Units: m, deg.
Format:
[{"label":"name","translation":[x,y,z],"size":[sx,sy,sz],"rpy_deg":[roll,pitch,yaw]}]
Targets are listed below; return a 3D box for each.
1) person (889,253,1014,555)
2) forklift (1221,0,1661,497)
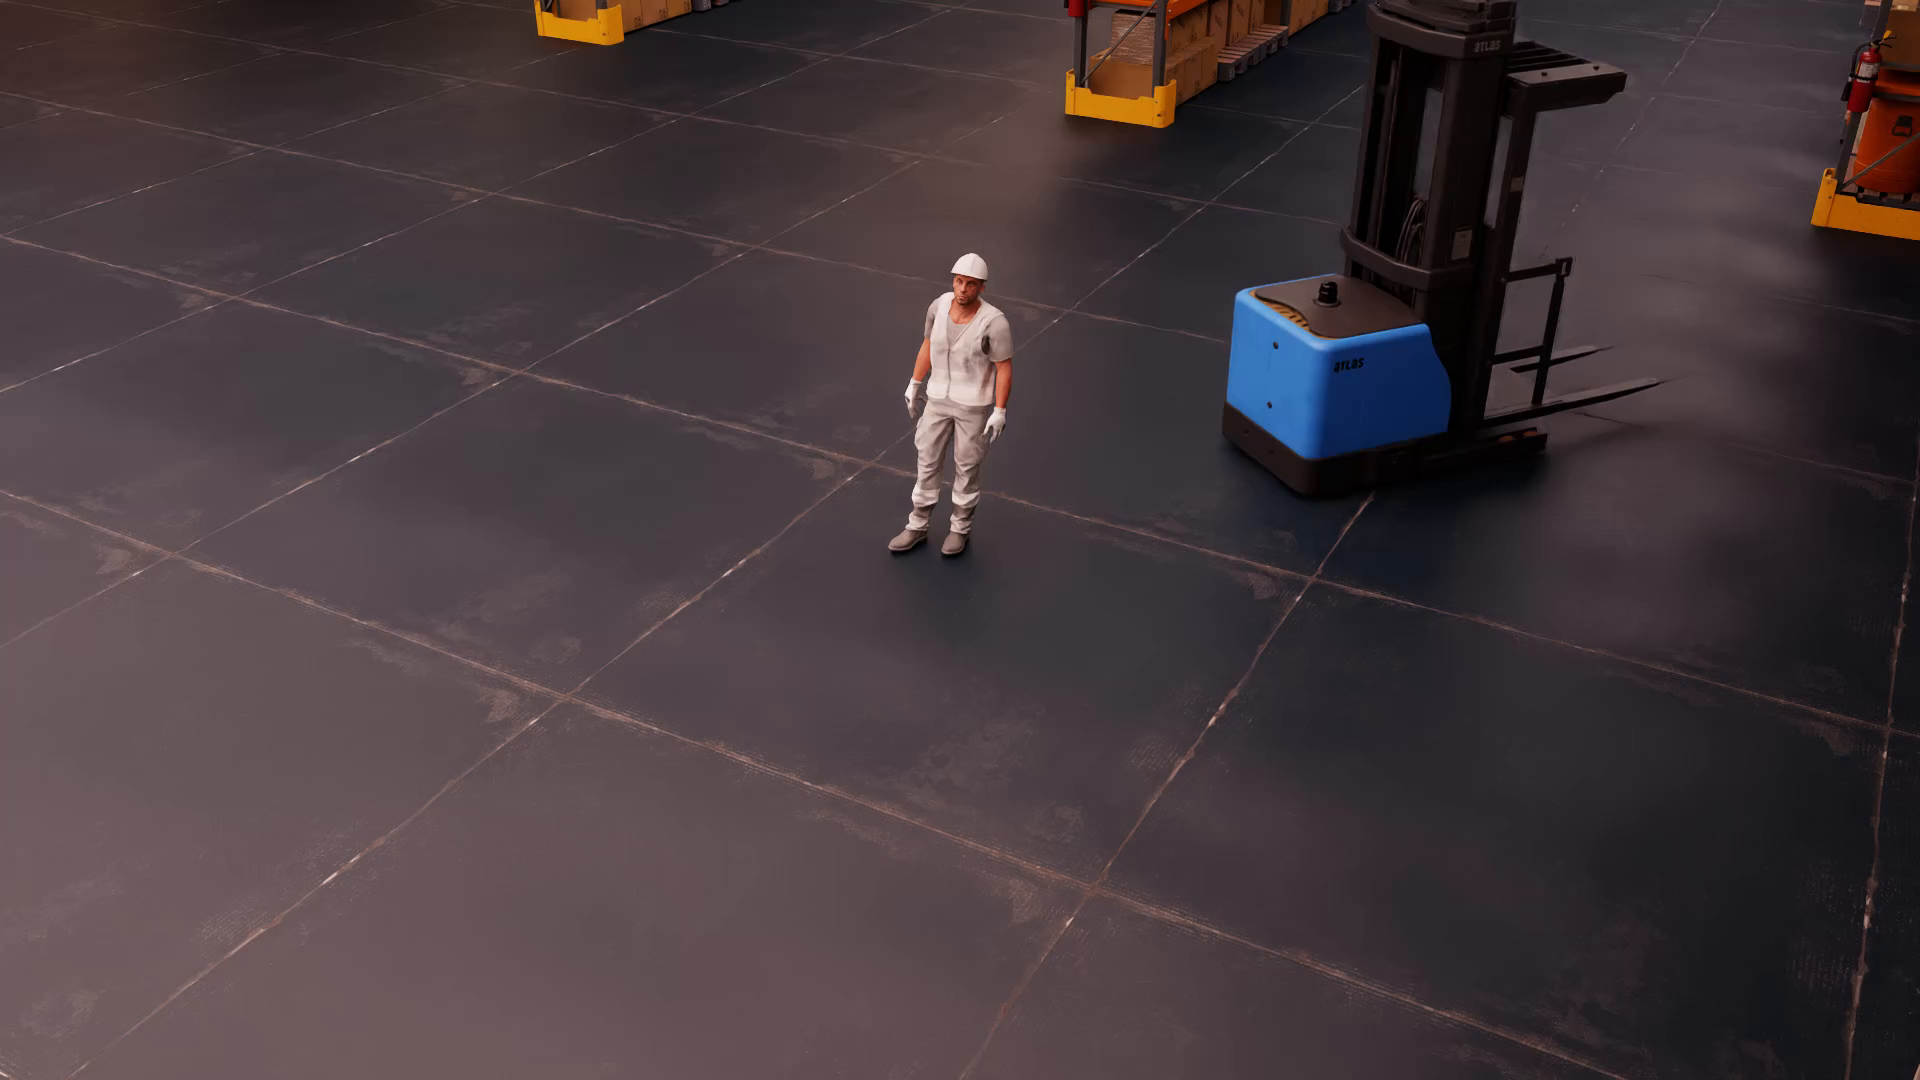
[{"label":"person","translation":[-0.048,-0.748,9.495],"size":[0.638,1.789,0.562],"rpy_deg":[15,33,25]},{"label":"forklift","translation":[3.309,-2.016,10.563],"size":[3.031,2.935,1.130],"rpy_deg":[-12,32,-20]}]
